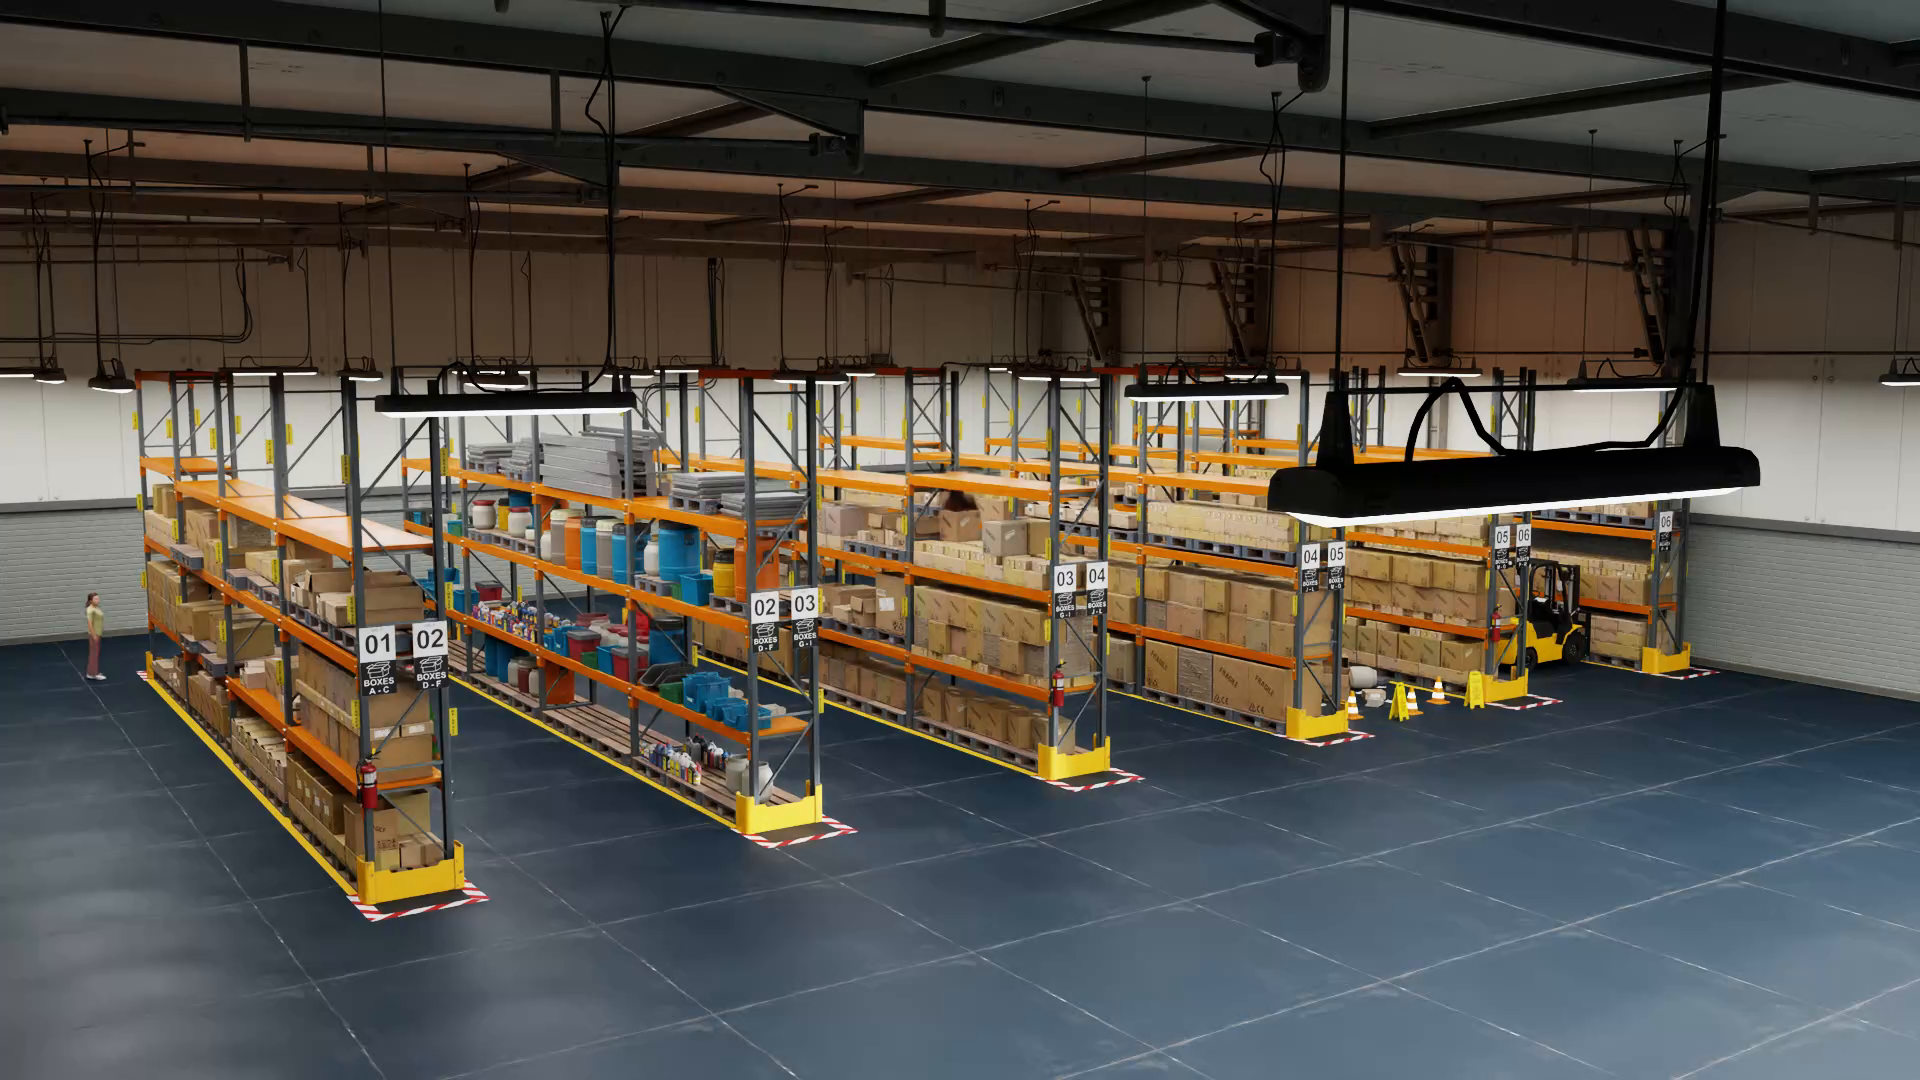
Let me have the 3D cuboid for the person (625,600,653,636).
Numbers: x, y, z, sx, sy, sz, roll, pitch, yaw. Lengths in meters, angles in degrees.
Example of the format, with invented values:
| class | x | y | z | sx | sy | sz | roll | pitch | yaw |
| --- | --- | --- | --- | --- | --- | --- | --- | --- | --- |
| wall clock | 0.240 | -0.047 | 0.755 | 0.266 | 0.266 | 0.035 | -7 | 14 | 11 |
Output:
| class | x | y | z | sx | sy | sz | roll | pitch | yaw |
| --- | --- | --- | --- | --- | --- | --- | --- | --- | --- |
| person | -6.037 | 1.944 | 31.541 | 0.657 | 1.675 | 1.086 | -5 | 8 | -38 |

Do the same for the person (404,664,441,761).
| class | x | y | z | sx | sy | sz | roll | pitch | yaw |
| --- | --- | --- | --- | --- | --- | --- | --- | --- | --- |
| person | -8.400 | 2.529 | 25.777 | 0.482 | 1.729 | 1.007 | -6 | 9 | -41 |

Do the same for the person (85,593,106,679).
| class | x | y | z | sx | sy | sz | roll | pitch | yaw |
| --- | --- | --- | --- | --- | --- | --- | --- | --- | --- |
| person | -16.825 | 1.863 | 32.347 | 0.350 | 1.687 | 0.496 | -3 | 7 | -27 |
